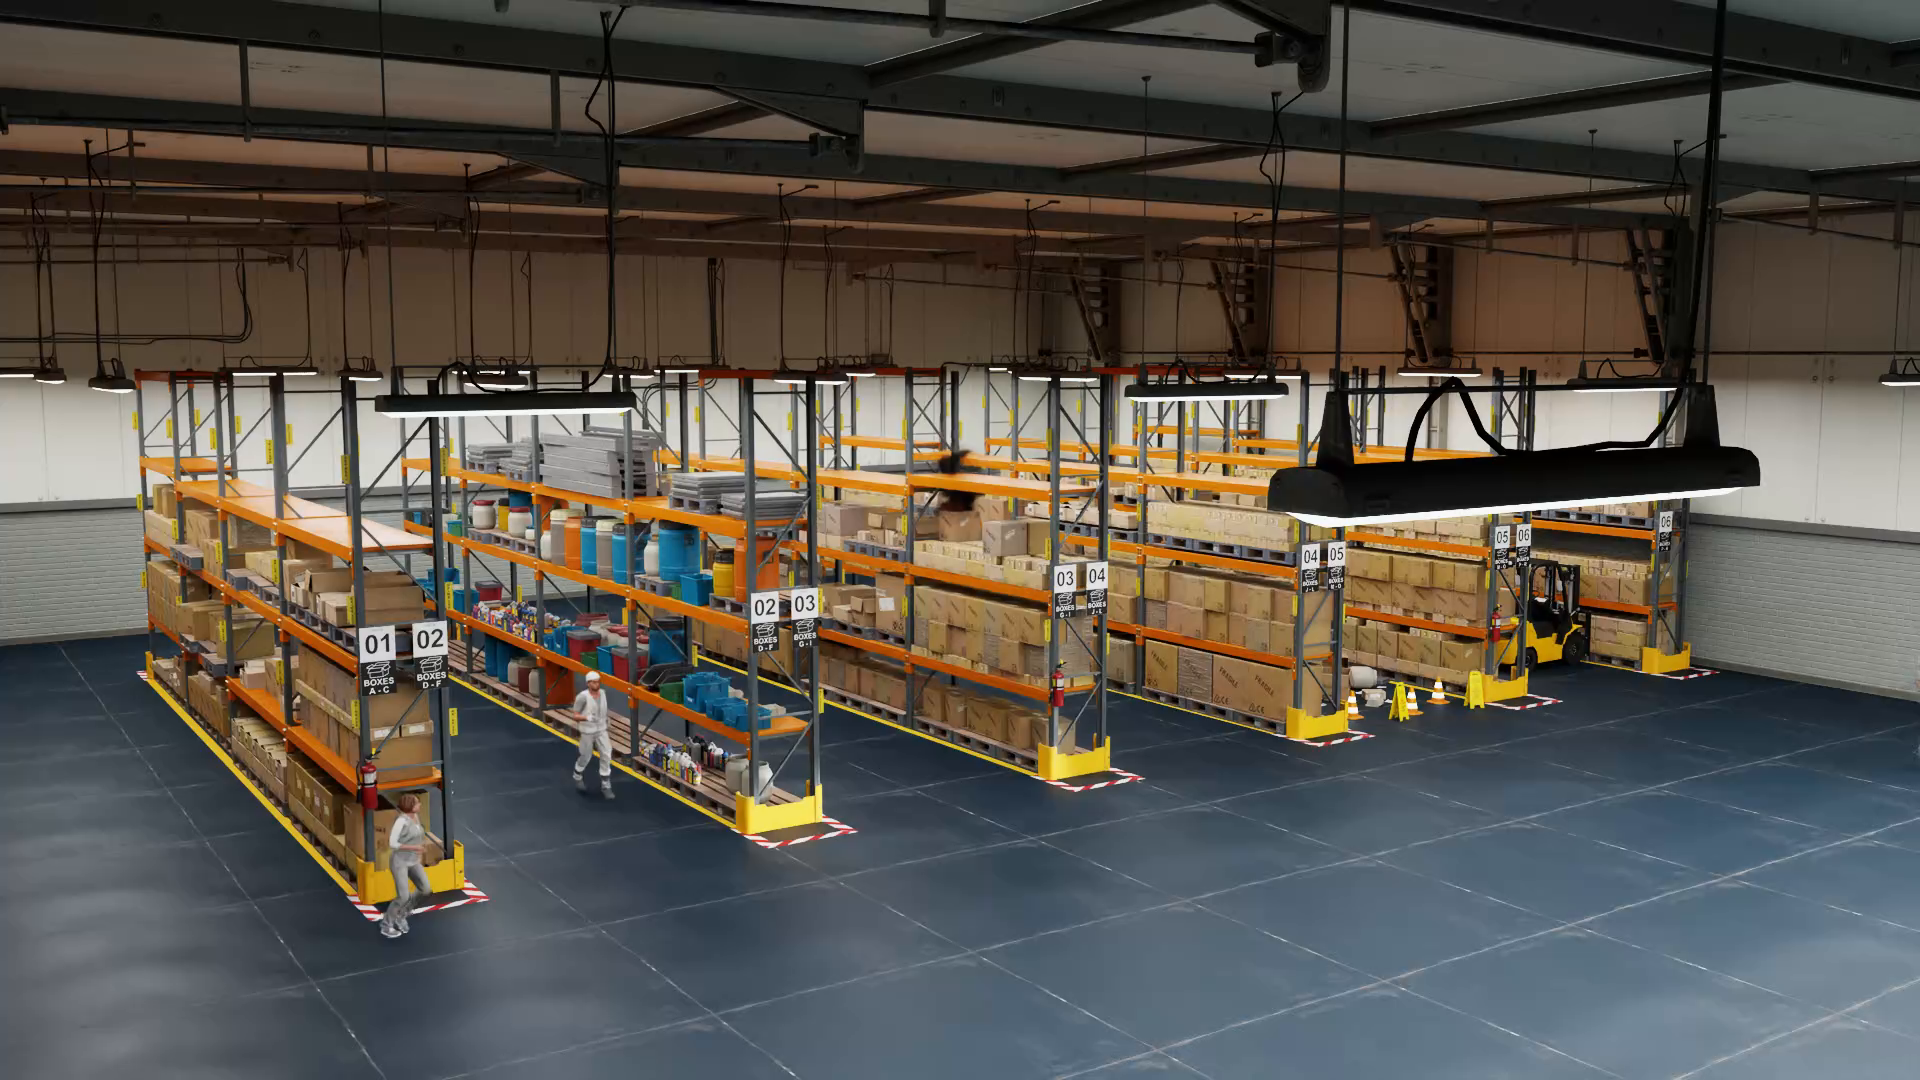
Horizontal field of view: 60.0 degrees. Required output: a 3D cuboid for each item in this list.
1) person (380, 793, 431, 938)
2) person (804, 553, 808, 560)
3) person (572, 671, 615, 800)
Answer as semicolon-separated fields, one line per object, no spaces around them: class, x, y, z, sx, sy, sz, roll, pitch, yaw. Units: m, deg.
person;-5.985;3.523;18.119;0.557;1.532;0.543;2;7;18
person;-3.840;0.823;41.750;0.521;1.595;0.849;-4;8;-32
person;-5.267;2.762;23.765;0.613;1.823;0.894;-6;8;-40
